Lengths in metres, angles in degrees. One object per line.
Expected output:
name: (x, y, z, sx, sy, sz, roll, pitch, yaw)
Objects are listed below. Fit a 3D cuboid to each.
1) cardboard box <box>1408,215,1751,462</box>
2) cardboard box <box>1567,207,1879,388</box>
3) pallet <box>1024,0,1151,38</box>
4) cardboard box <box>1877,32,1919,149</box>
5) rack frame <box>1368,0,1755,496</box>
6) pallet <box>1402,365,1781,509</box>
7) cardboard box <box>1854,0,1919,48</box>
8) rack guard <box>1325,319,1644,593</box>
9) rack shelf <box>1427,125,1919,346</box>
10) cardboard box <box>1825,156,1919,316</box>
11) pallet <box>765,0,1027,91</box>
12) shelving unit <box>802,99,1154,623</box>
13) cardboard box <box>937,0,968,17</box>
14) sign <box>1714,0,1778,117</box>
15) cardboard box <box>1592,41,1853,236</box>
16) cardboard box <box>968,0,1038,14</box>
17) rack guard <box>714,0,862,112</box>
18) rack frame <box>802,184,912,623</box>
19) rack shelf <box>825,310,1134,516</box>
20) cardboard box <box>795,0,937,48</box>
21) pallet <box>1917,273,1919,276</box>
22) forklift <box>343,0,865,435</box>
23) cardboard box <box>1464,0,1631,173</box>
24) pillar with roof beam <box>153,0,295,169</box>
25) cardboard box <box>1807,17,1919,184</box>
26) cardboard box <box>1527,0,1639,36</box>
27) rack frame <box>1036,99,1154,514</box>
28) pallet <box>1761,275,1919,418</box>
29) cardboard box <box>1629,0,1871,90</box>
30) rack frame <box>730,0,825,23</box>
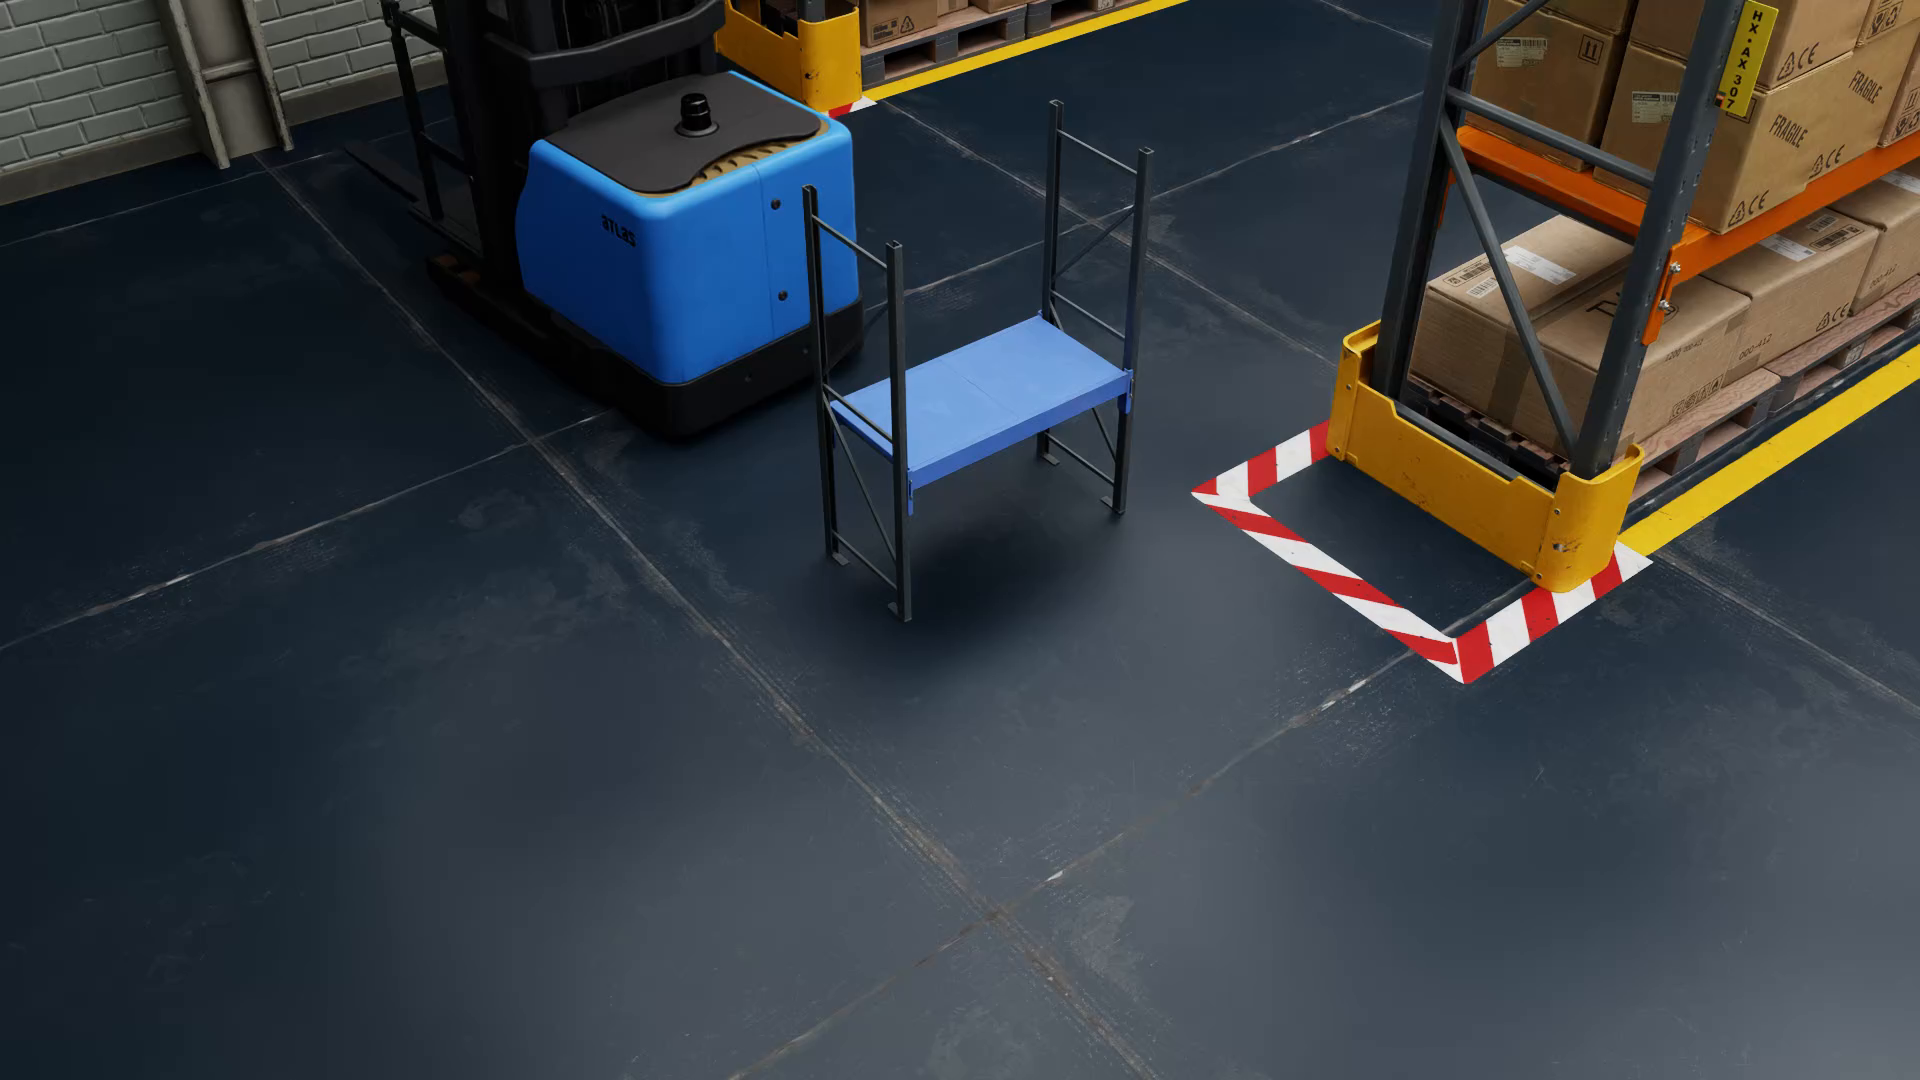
cardboard box: (2.420, -0.796, 6.545, 0.875, 0.438, 0.875, -28, 47, -29)
cardboard box: (3.140, -1.154, 6.981, 0.875, 0.438, 0.875, -25, 45, -27)
pallet: (0.588, -3.542, 10.402, 1.213, 0.211, 1.003, -26, 46, -28)
cardboard box: (3.311, -1.796, 5.995, 0.500, 0.500, 0.500, -26, 46, -28)
rack frame: (1.957, -1.319, 5.493, 0.127, 3.000, 1.000, -26, 46, -28)
pallet: (2.544, -0.589, 6.802, 1.213, 0.211, 1.003, -26, 46, -28)
cardboard box: (2.917, -1.990, 5.443, 0.500, 0.500, 0.500, -27, 47, -29)
rack guard: (1.938, -0.343, 6.274, 0.348, 0.500, 1.175, -26, 46, -28)
rack shelf: (3.543, -1.814, 6.663, 4.000, 0.370, 1.077, -26, 46, -28)
cardboard box: (3.856, -1.502, 7.405, 0.875, 0.438, 0.875, -27, 47, -29)
pallet: (-0.378, -3.074, 9.830, 1.213, 0.211, 1.003, -26, 46, -28)
shelving unit: (0.068, -0.613, 5.815, 1.048, 1.500, 0.538, -26, 46, -28)
cardboard box: (-0.167, -3.207, 9.711, 0.250, 0.149, 0.380, -28, 47, -30)
sign: (2.291, -1.403, 4.850, 0.005, 0.325, 0.100, -26, 46, -28)
cardboard box: (2.513, -1.399, 5.511, 0.500, 0.500, 0.500, -26, 46, -28)
cardboard box: (0.174, -3.509, 9.803, 0.500, 0.500, 0.700, -24, 45, -26)
rack guard: (-1.010, -2.877, 9.363, 0.348, 0.500, 1.175, -26, 46, -28)
rack frame: (-0.335, -0.416, 5.575, 0.032, 1.500, 0.500, -26, 46, -28)
rack shelf: (0.068, -0.474, 5.929, 1.000, 0.185, 0.538, -26, 46, -28)
cardboard box: (-0.528, -3.200, 9.423, 0.637, 0.503, 0.797, -28, 47, -30)
pallet: (4.478, -1.532, 7.952, 1.213, 0.211, 1.003, -26, 46, -28)
forklift: (-1.794, -2.389, 6.851, 1.130, 2.935, 3.031, -31, 49, -32)
cardboard box: (2.179, -1.677, 5.851, 0.500, 0.500, 0.500, -26, 46, -28)
pillar with roof beam: (-1.134, -3.380, 3.275, 0.400, 9.000, 9.100, -26, 46, -28)
cardboard box: (2.897, -1.608, 5.767, 0.500, 0.500, 0.500, -27, 46, -29)
cardboard box: (2.194, -2.050, 5.517, 0.500, 0.500, 0.500, -24, 45, -27)
rack frame: (0.471, -0.809, 6.054, 0.032, 1.500, 0.500, -26, 46, -28)
pallet: (3.510, -1.058, 7.374, 1.213, 0.211, 1.003, -26, 46, -28)
cardboard box: (2.511, -1.787, 5.196, 0.500, 0.500, 0.500, -27, 46, -29)
rack frame: (-1.070, -3.814, 8.534, 0.127, 3.000, 1.000, -26, 46, -28)
